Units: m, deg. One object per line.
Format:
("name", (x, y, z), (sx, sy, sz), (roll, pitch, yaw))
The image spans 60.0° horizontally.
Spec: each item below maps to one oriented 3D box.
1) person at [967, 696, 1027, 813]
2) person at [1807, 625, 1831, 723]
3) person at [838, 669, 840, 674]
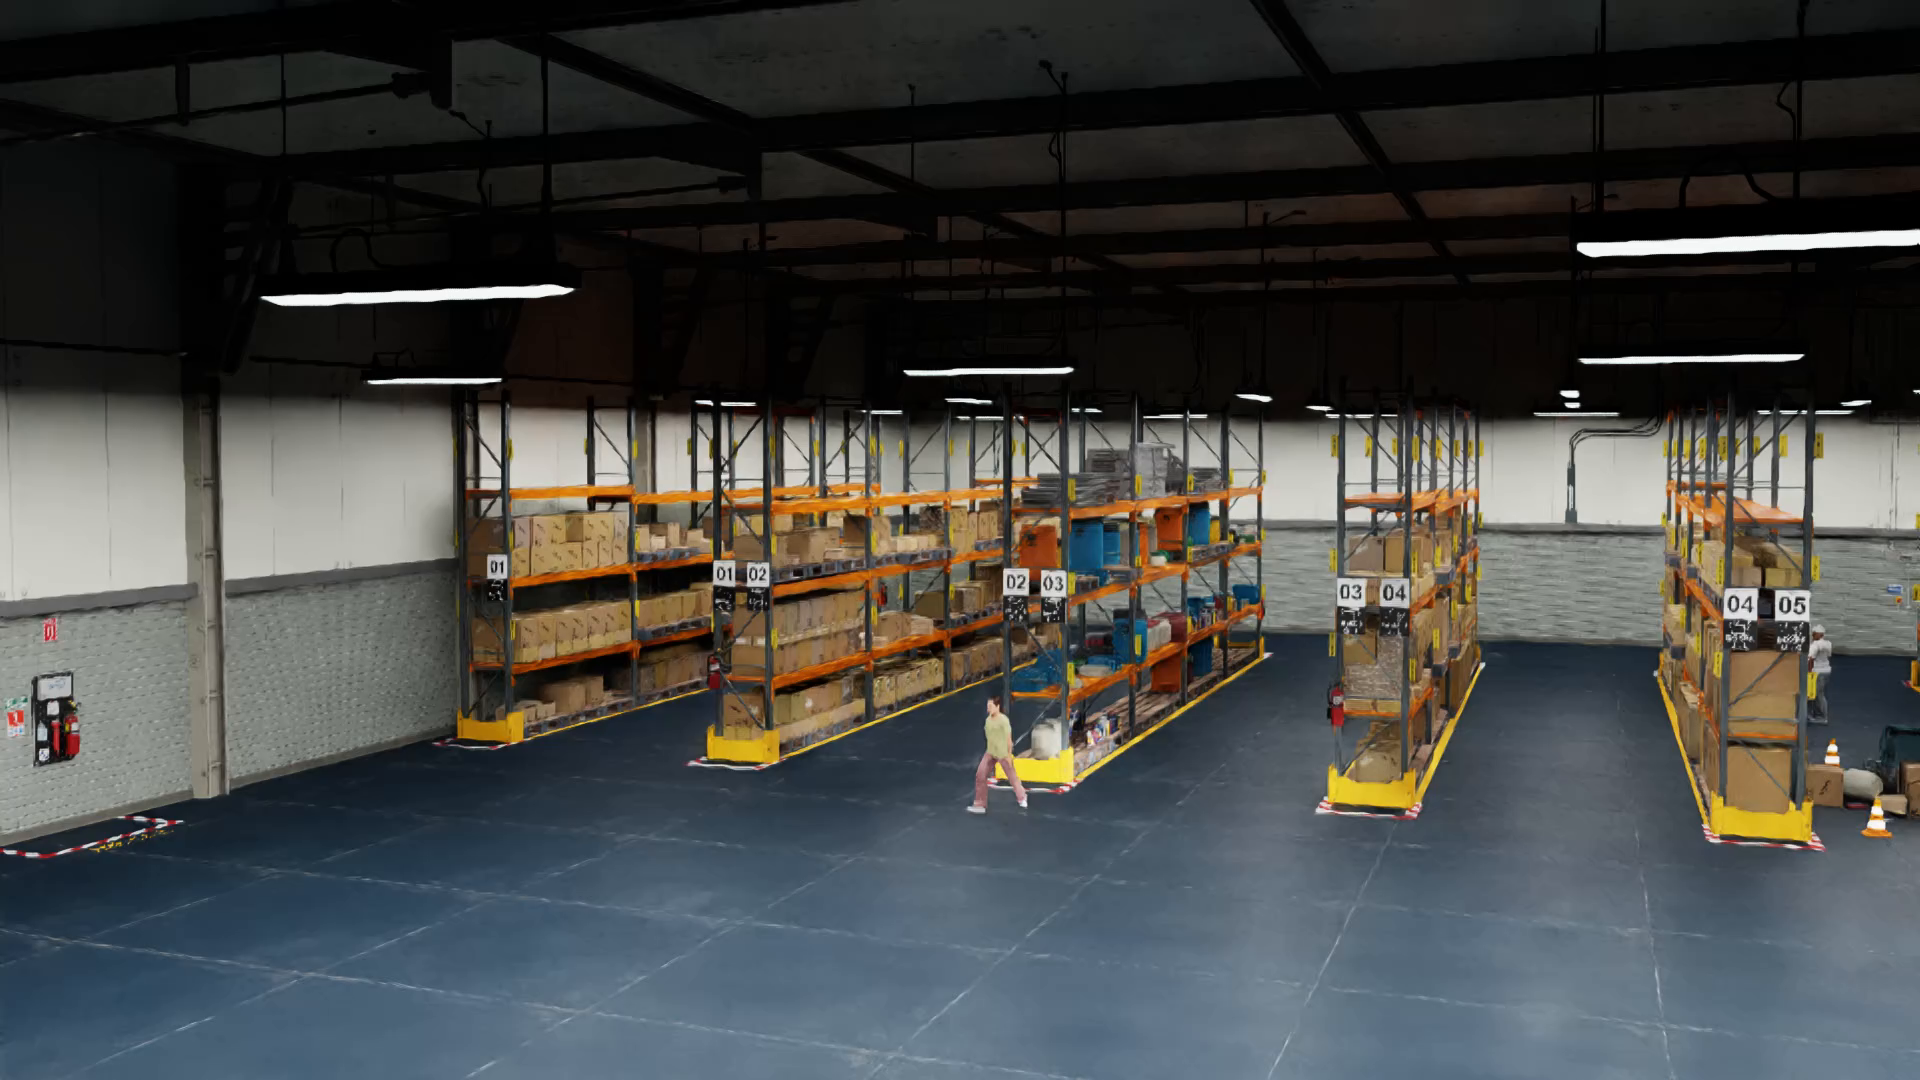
("person", (0.548, 2.936, 22.878), (0.488, 1.611, 0.957), (3, 4, 42))
("person", (15.665, 2.429, 30.427), (0.673, 1.763, 0.580), (-2, 4, -38))
("person", (-2.624, 2.283, 33.740), (0.729, 1.733, 0.544), (1, 3, 19))
